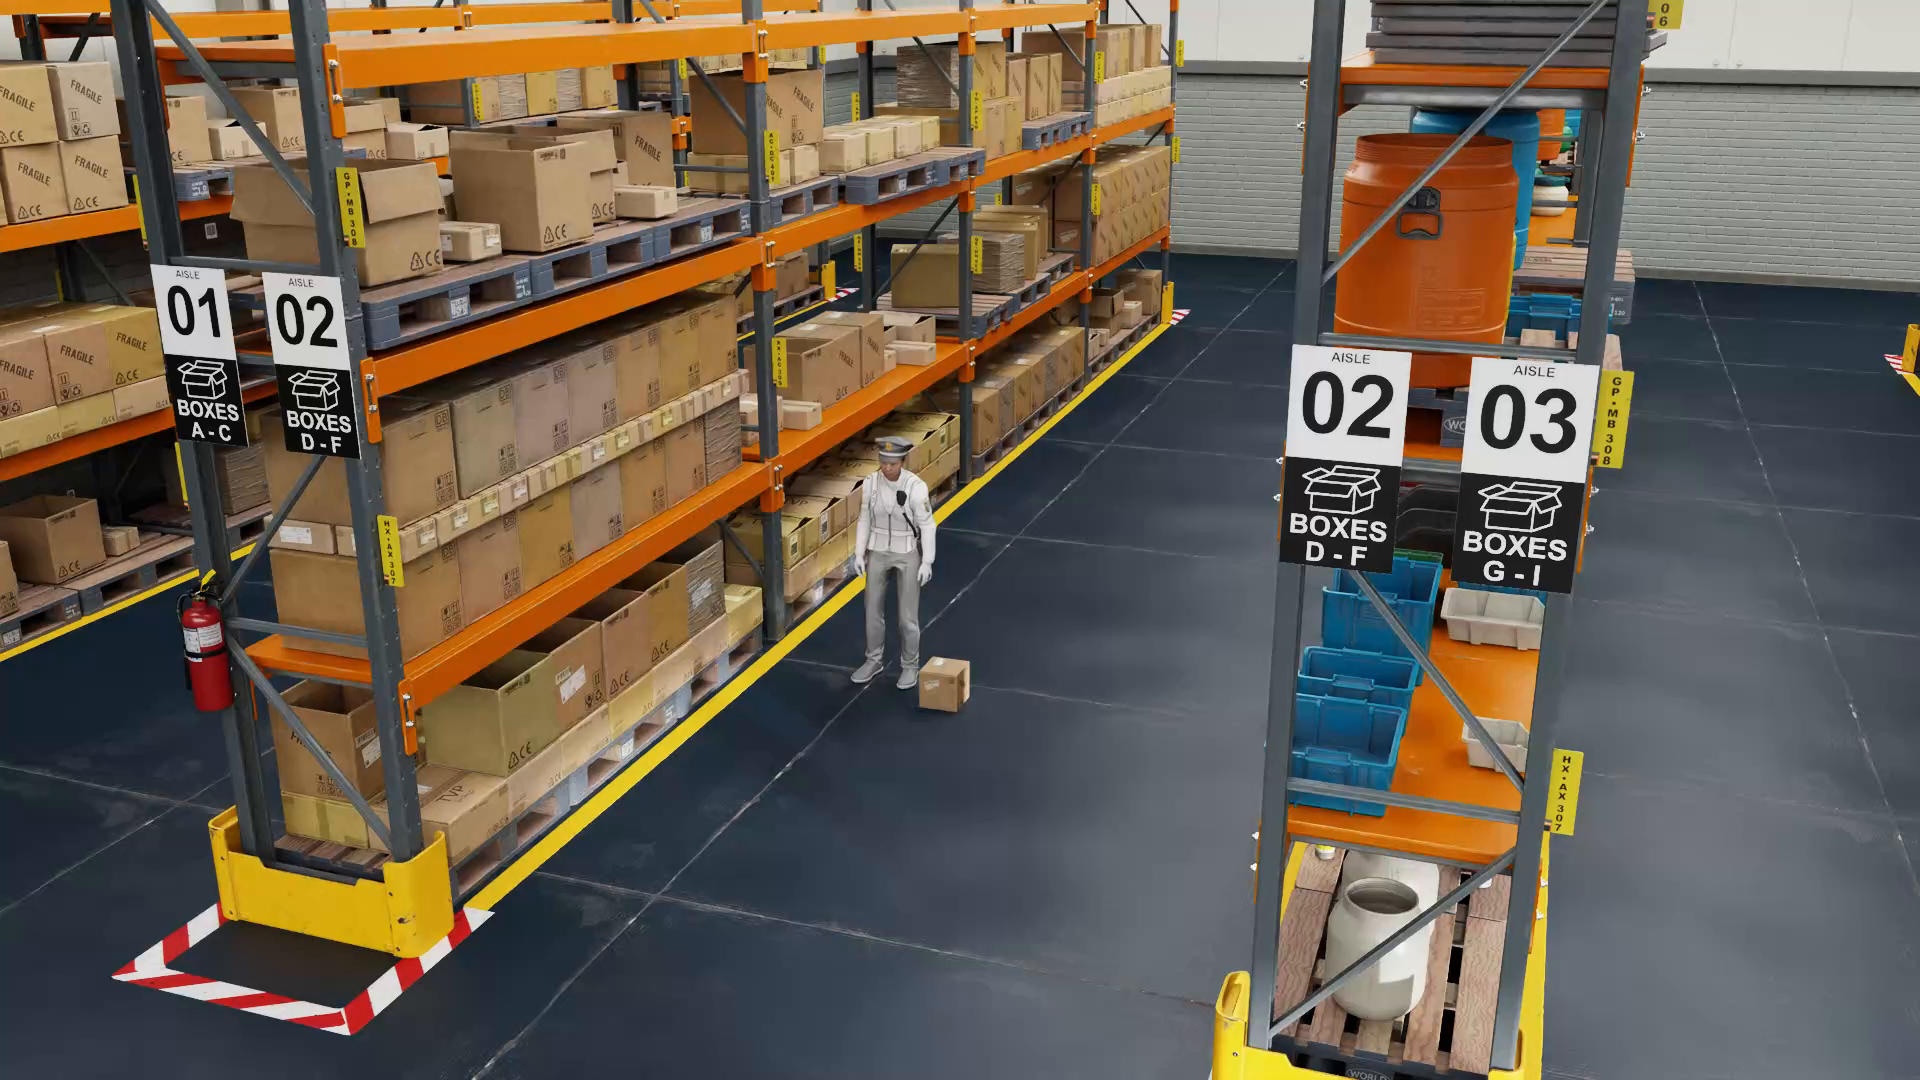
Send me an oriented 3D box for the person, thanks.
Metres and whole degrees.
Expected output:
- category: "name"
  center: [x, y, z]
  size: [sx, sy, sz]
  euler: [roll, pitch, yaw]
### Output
- category: "person"
  center: [-0.423, 0.126, 10.682]
  size: [0.547, 1.666, 0.370]
  euler: [6, 20, 17]
